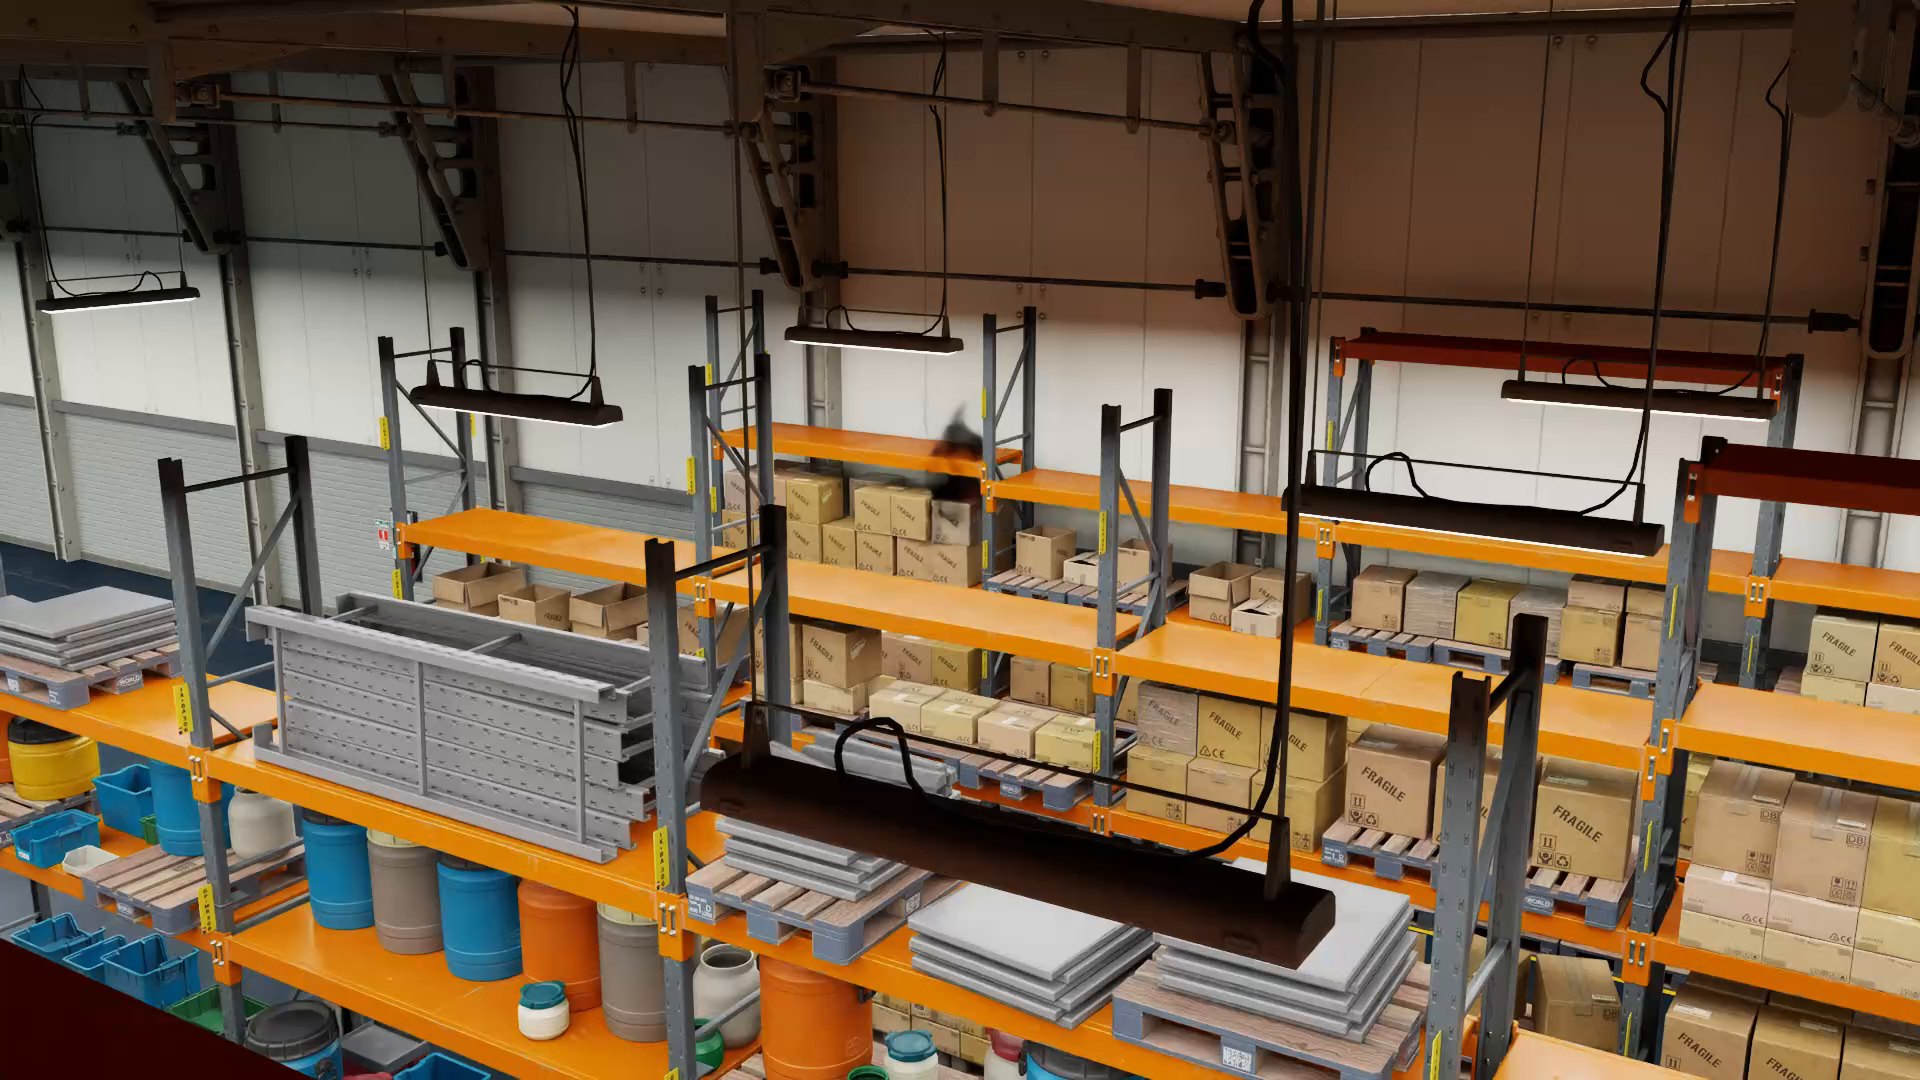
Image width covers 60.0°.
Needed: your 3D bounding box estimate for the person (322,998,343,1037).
[{"bbox_3d":[-5.253,3.850,14.140,0.830,1.715,0.541,7,16,28],"label":"person"}]
